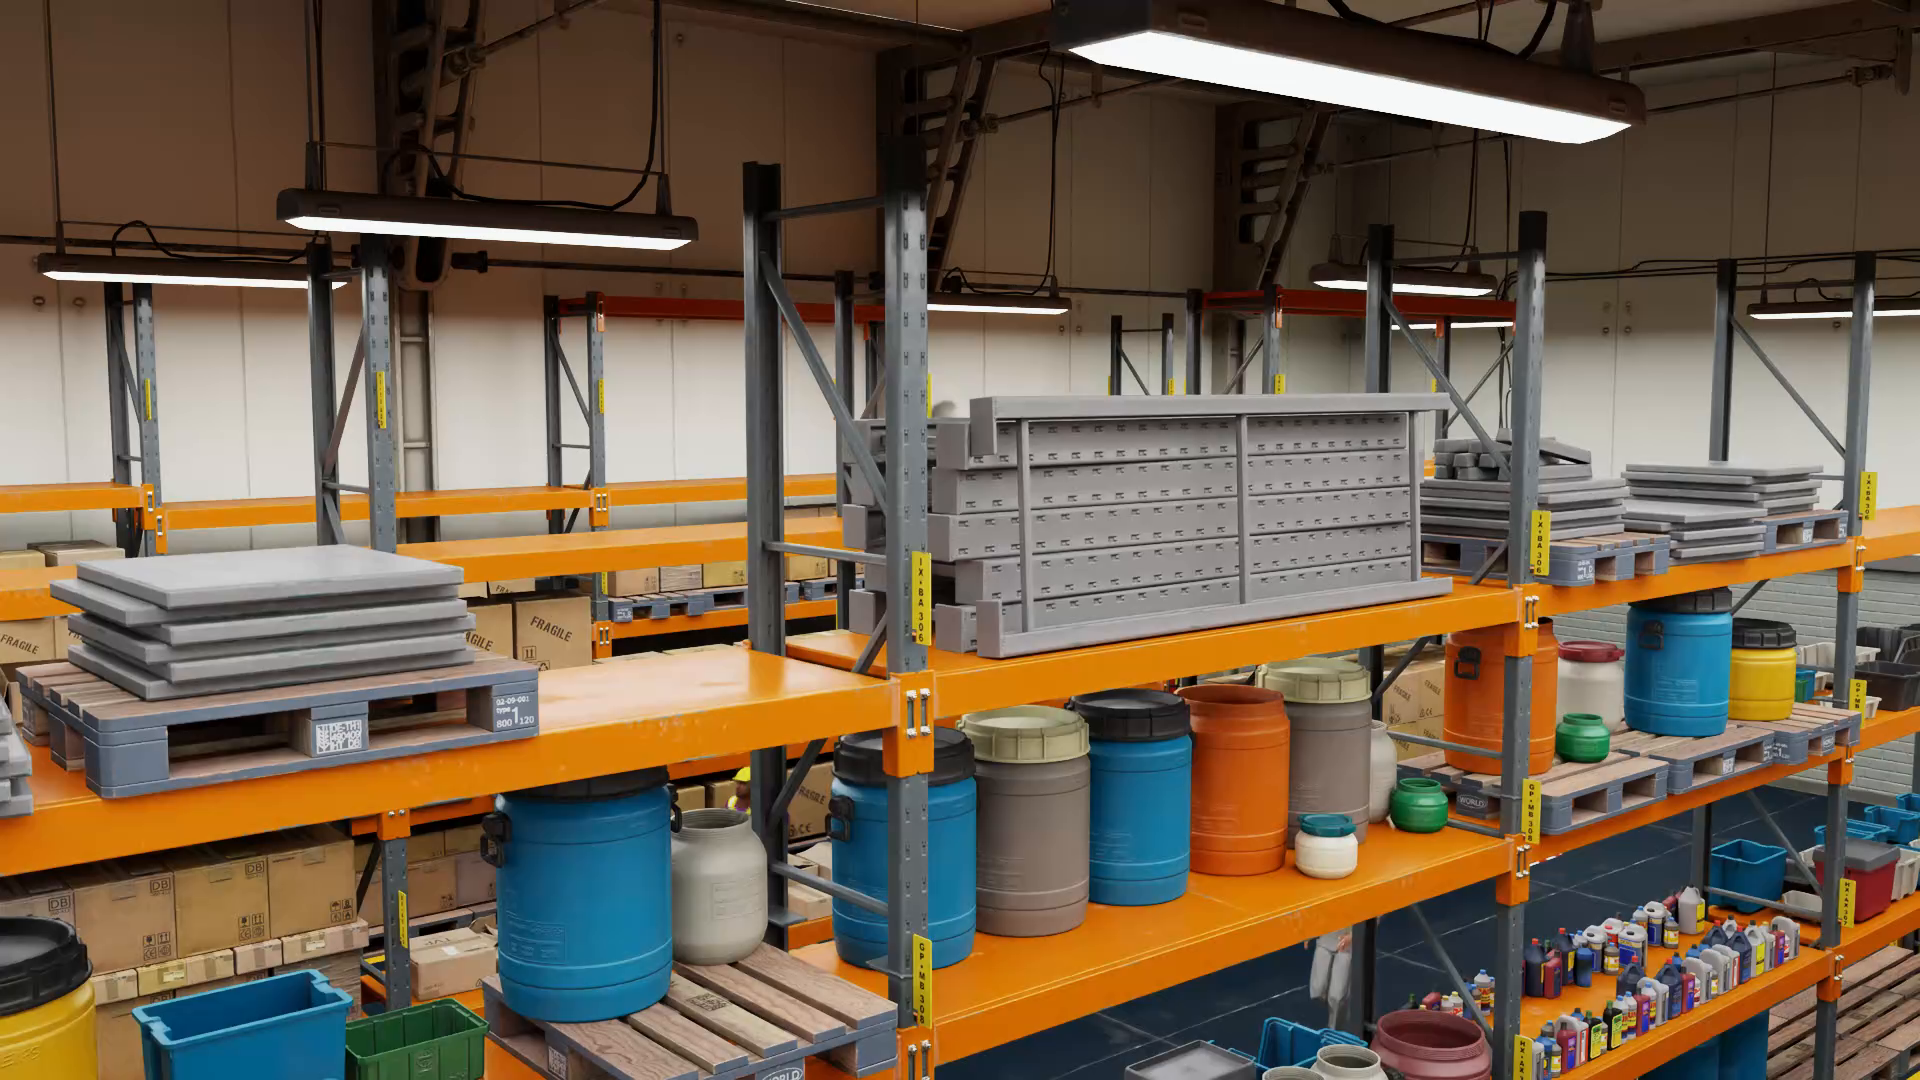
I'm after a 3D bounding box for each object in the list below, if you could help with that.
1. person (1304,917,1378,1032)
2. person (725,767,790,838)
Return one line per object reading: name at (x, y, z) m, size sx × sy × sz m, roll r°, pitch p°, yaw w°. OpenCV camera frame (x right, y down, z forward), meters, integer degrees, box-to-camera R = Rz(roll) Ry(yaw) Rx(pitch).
person at (2.937, 3.134, 12.816) m, size 0.565 × 1.629 × 0.573 m, roll 4°, pitch 7°, yaw 38°
person at (-1.878, 2.880, 14.862) m, size 0.699 × 1.738 × 0.758 m, roll 4°, pitch 7°, yaw 35°
